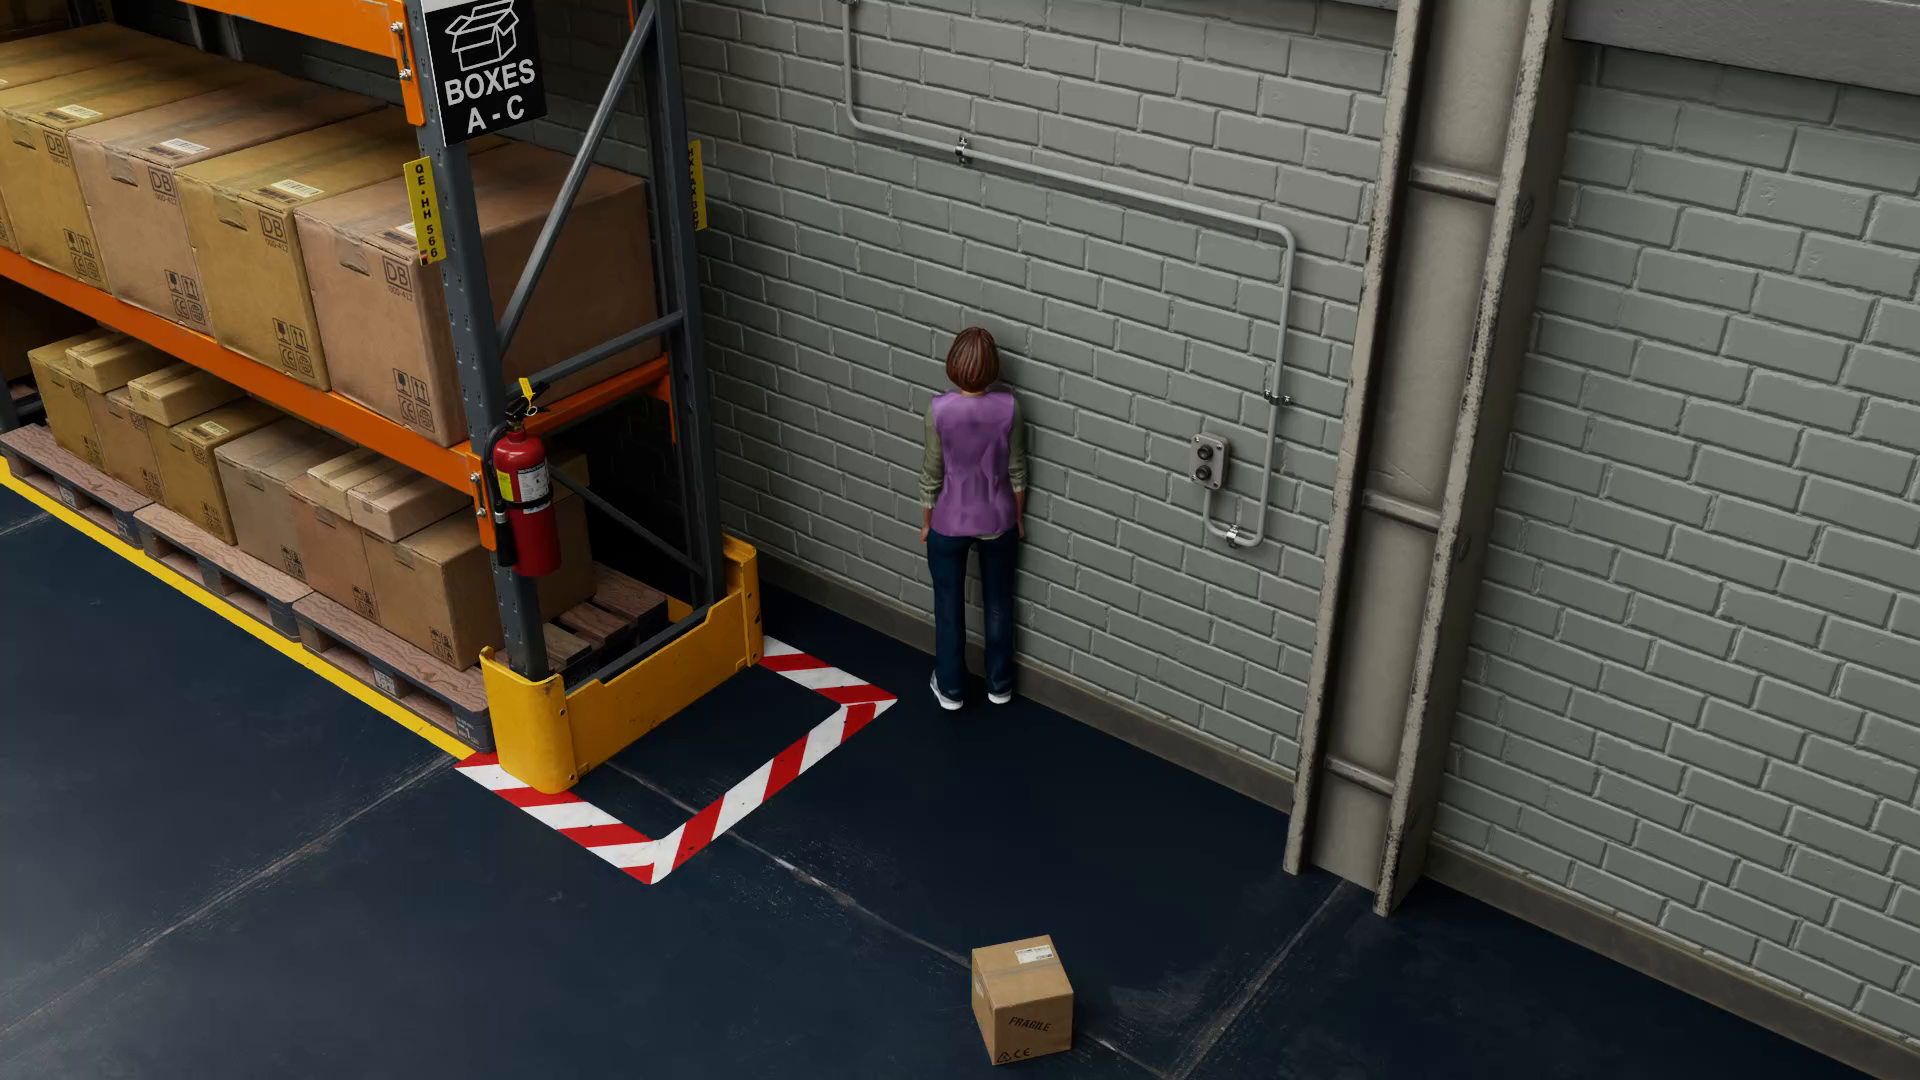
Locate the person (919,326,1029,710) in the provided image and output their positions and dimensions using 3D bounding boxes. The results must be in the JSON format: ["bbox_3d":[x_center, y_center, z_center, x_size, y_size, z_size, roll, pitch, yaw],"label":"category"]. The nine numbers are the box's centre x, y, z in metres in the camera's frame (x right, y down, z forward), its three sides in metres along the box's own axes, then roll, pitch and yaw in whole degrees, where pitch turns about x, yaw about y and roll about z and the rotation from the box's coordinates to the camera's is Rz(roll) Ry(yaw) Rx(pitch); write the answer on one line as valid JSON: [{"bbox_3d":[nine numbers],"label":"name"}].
[{"bbox_3d":[0.047,-0.068,6.249,0.410,1.604,0.319,-3,31,-5],"label":"person"}]
